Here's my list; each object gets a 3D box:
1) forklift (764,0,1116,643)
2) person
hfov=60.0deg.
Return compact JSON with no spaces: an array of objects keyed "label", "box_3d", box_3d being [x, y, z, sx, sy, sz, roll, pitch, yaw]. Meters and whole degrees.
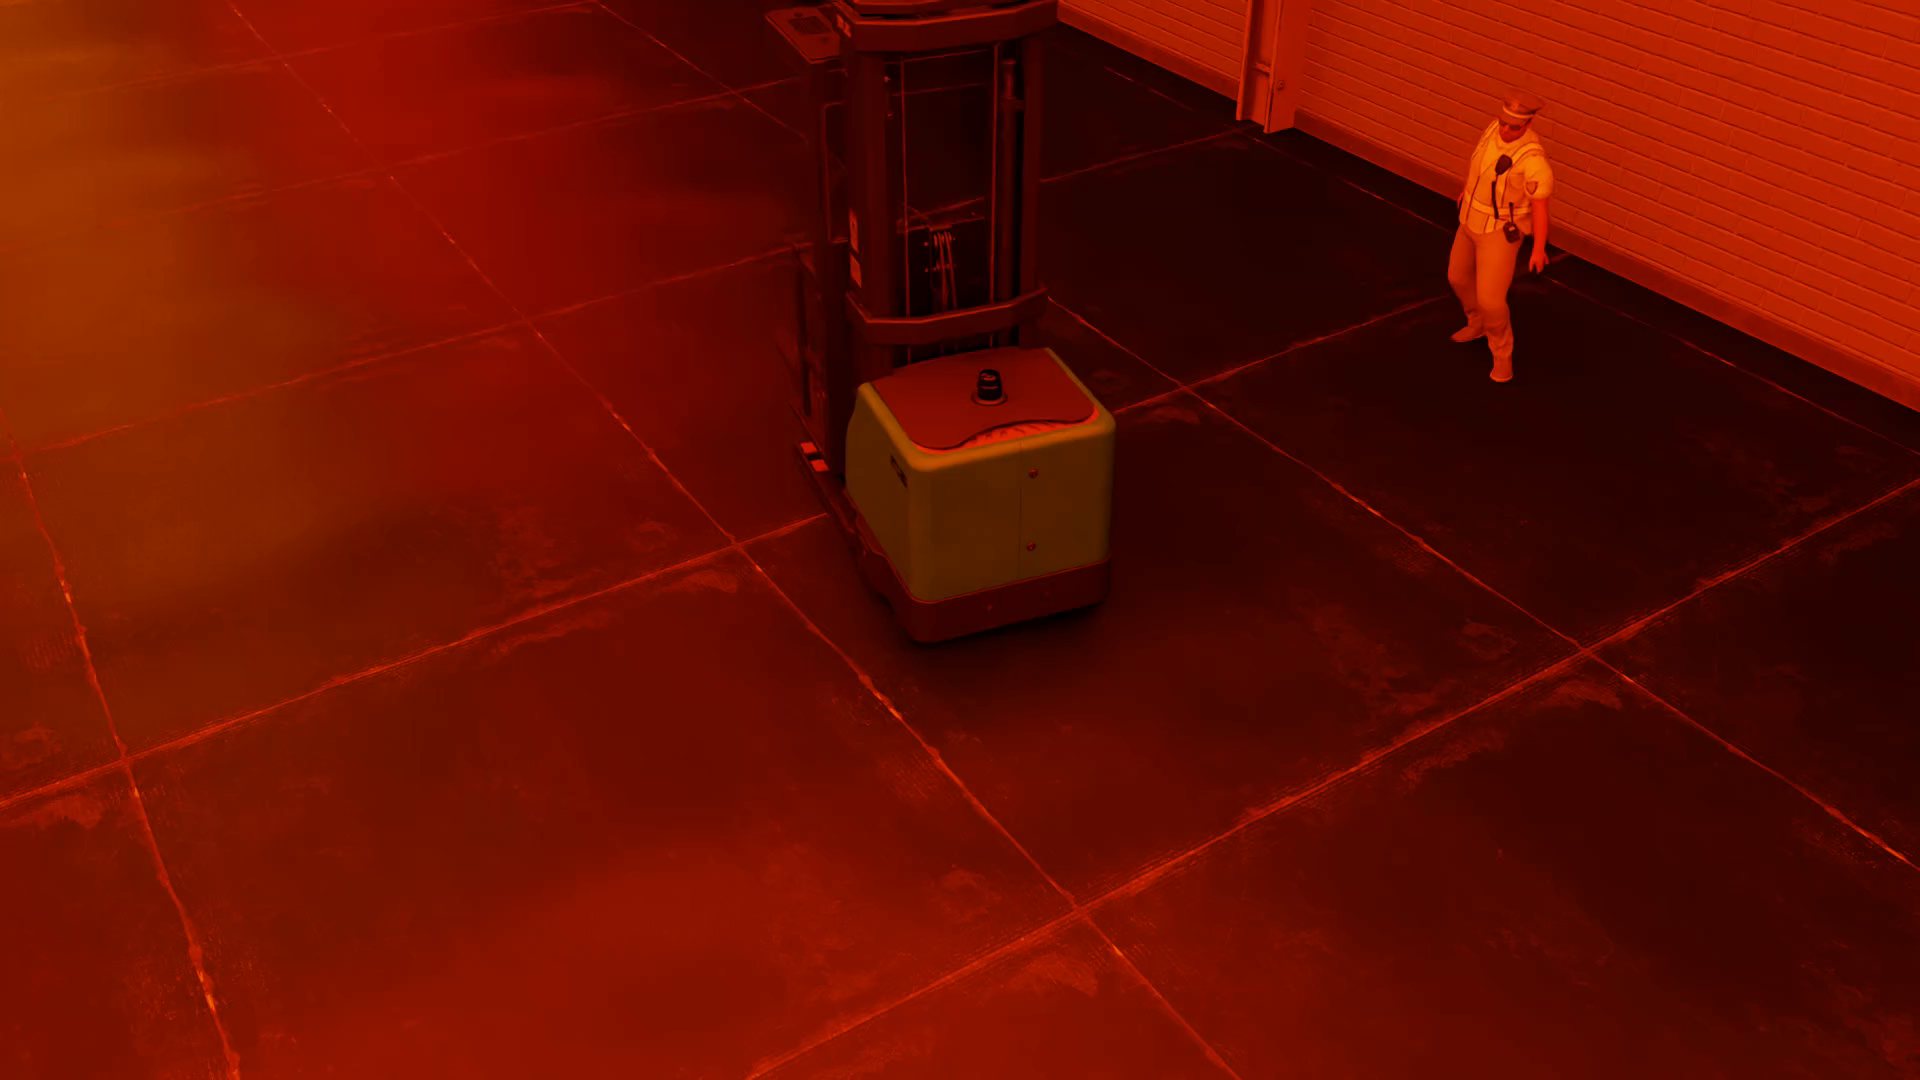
[{"label":"forklift","box_3d":[-0.275,-1.554,8.359,1.130,2.935,3.031,-13,37,-18]},{"label":"person","box_3d":[3.217,-1.870,9.930,0.461,1.731,0.896,-10,36,-14]}]
